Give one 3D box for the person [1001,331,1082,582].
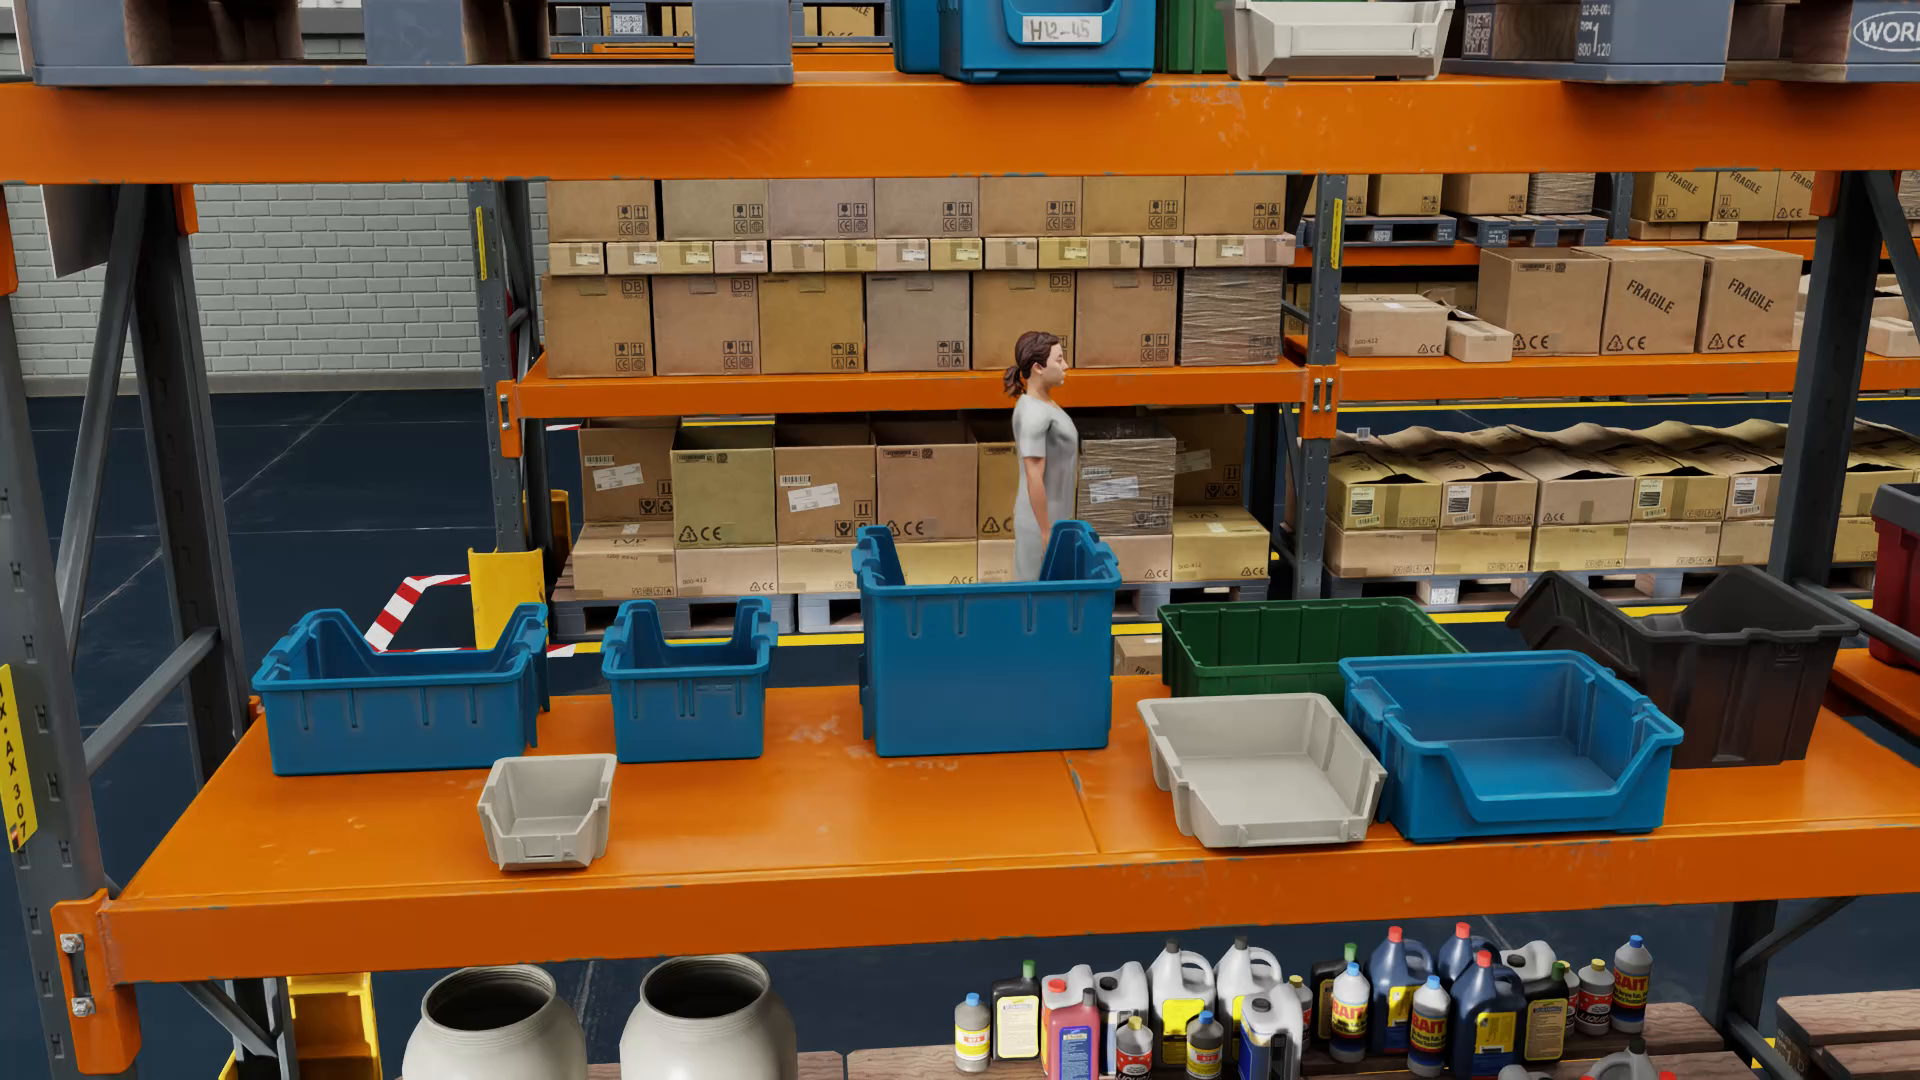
[{"bbox_3d":[0.351,-0.082,7.269,0.406,1.668,0.494,2,17,7],"label":"person"}]
